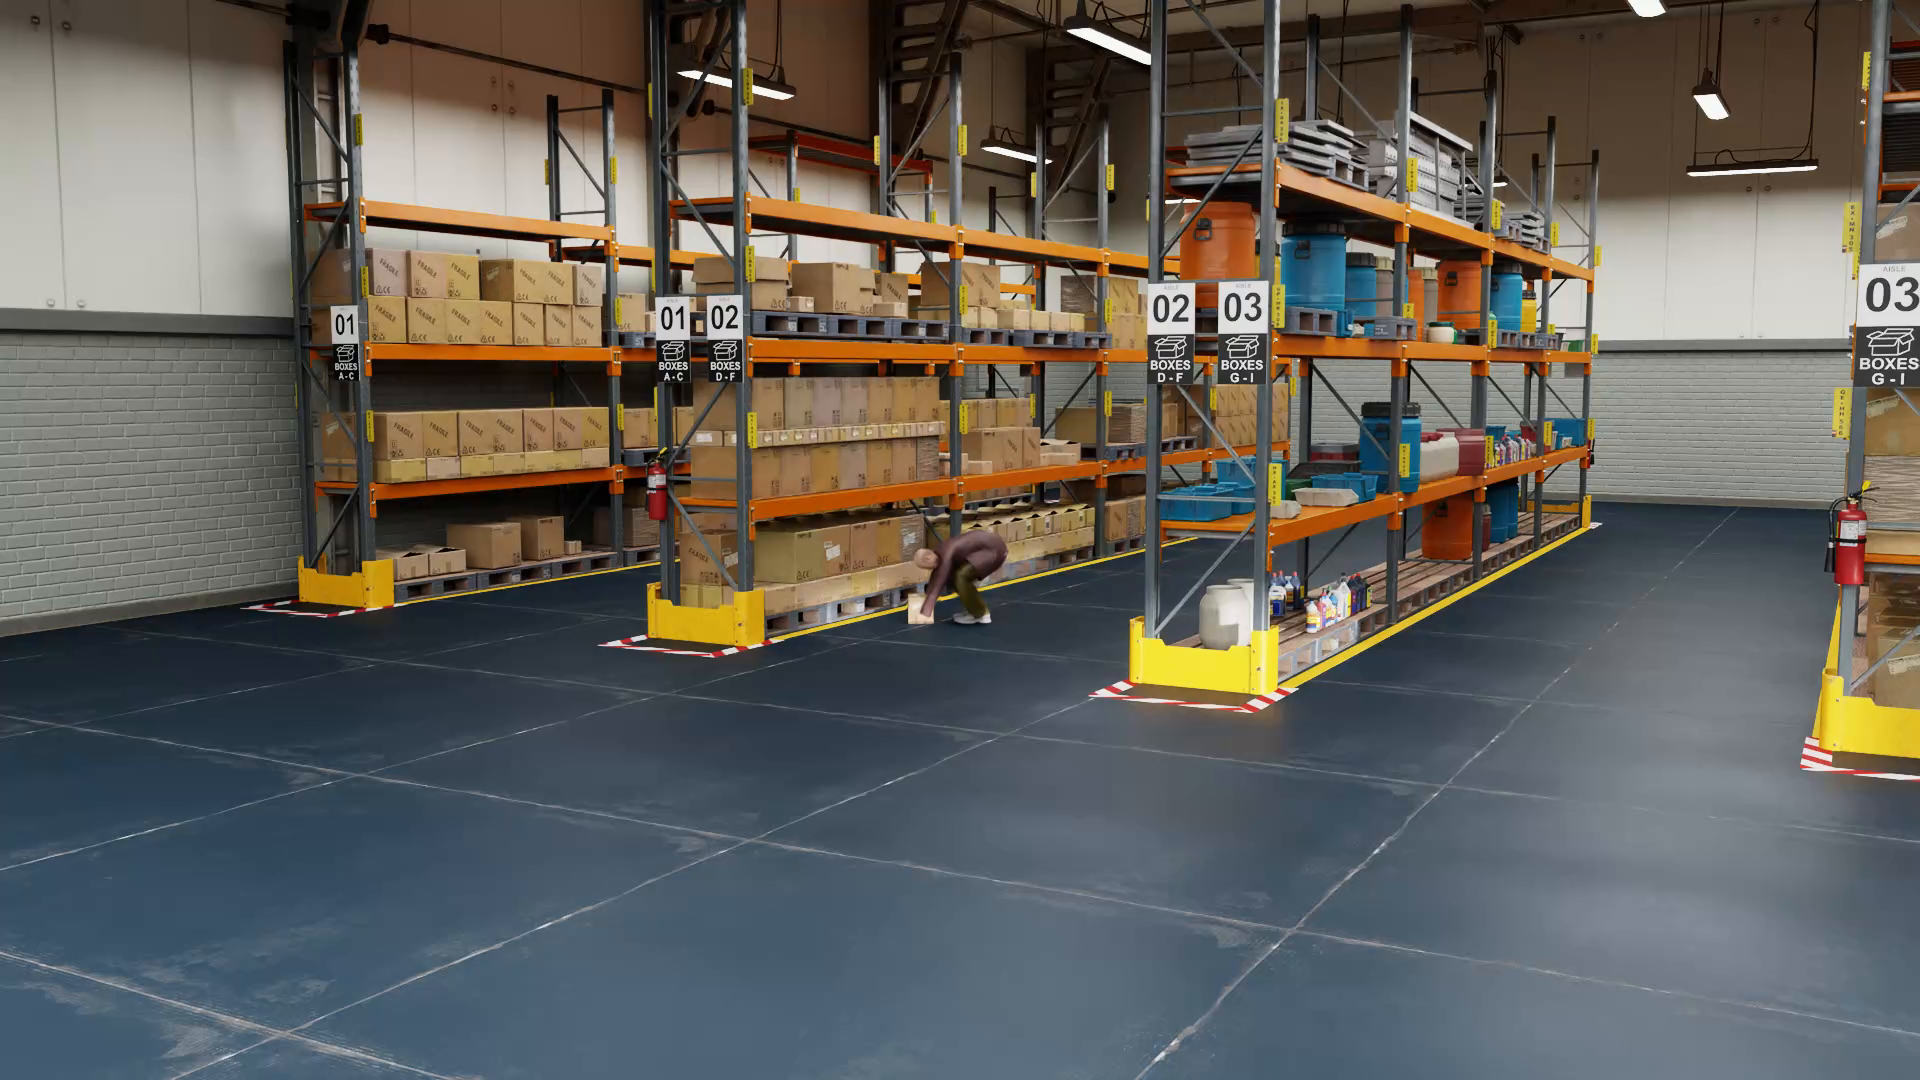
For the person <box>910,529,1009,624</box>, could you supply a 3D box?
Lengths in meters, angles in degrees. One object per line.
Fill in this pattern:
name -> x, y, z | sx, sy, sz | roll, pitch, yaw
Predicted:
person -> -0.012, 0.366, 16.652 | 0.996, 0.940, 0.584 | -1, 6, -6
